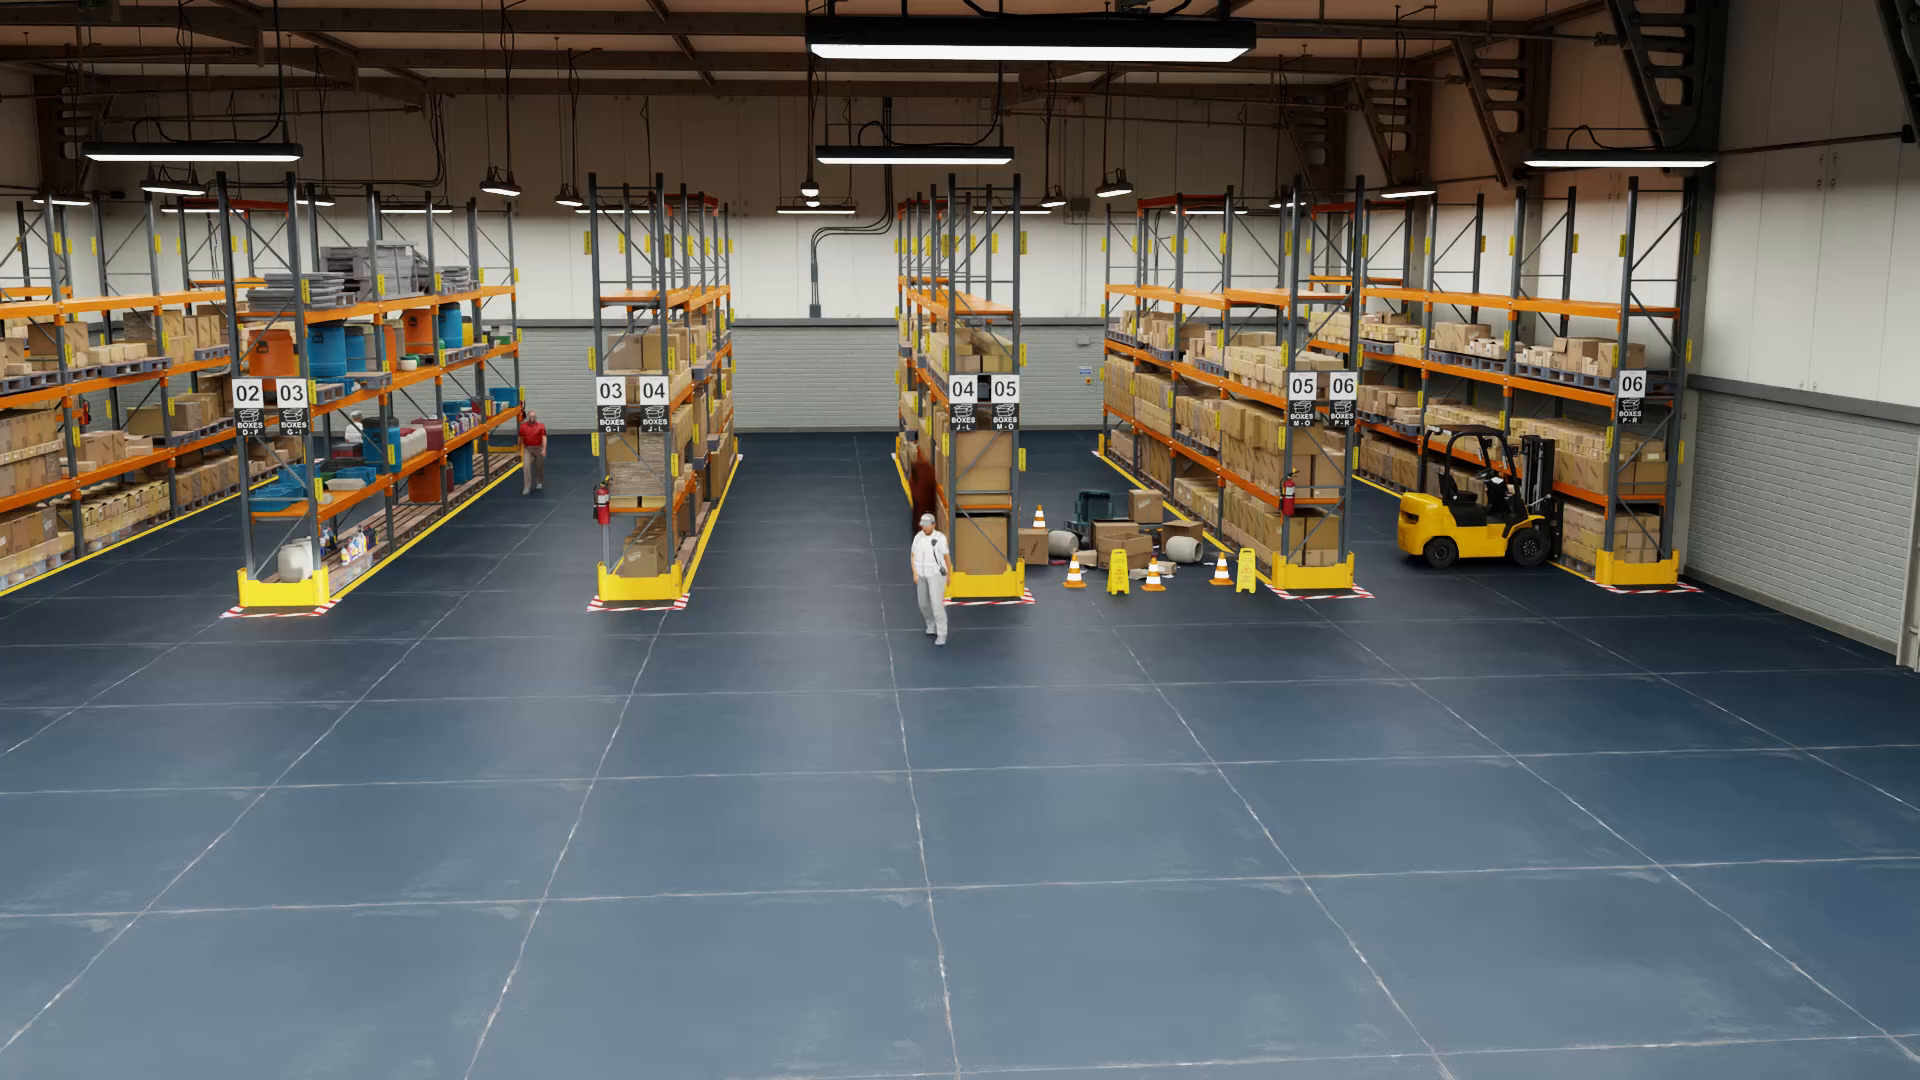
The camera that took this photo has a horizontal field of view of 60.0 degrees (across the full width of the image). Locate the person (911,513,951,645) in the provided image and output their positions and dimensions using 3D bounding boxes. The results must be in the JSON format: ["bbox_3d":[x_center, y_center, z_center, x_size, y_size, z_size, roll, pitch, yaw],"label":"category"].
[{"bbox_3d":[-0.340,0.466,21.404,0.656,1.620,0.759,6,12,29],"label":"person"}]

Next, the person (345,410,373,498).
[{"bbox_3d":[-12.077,-1.718,33.384,0.576,1.762,0.523,4,11,19],"label":"person"}]

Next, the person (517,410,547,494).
[{"bbox_3d":[-8.769,-1.823,34.054,0.618,1.661,1.062,-2,10,-13],"label":"person"}]
